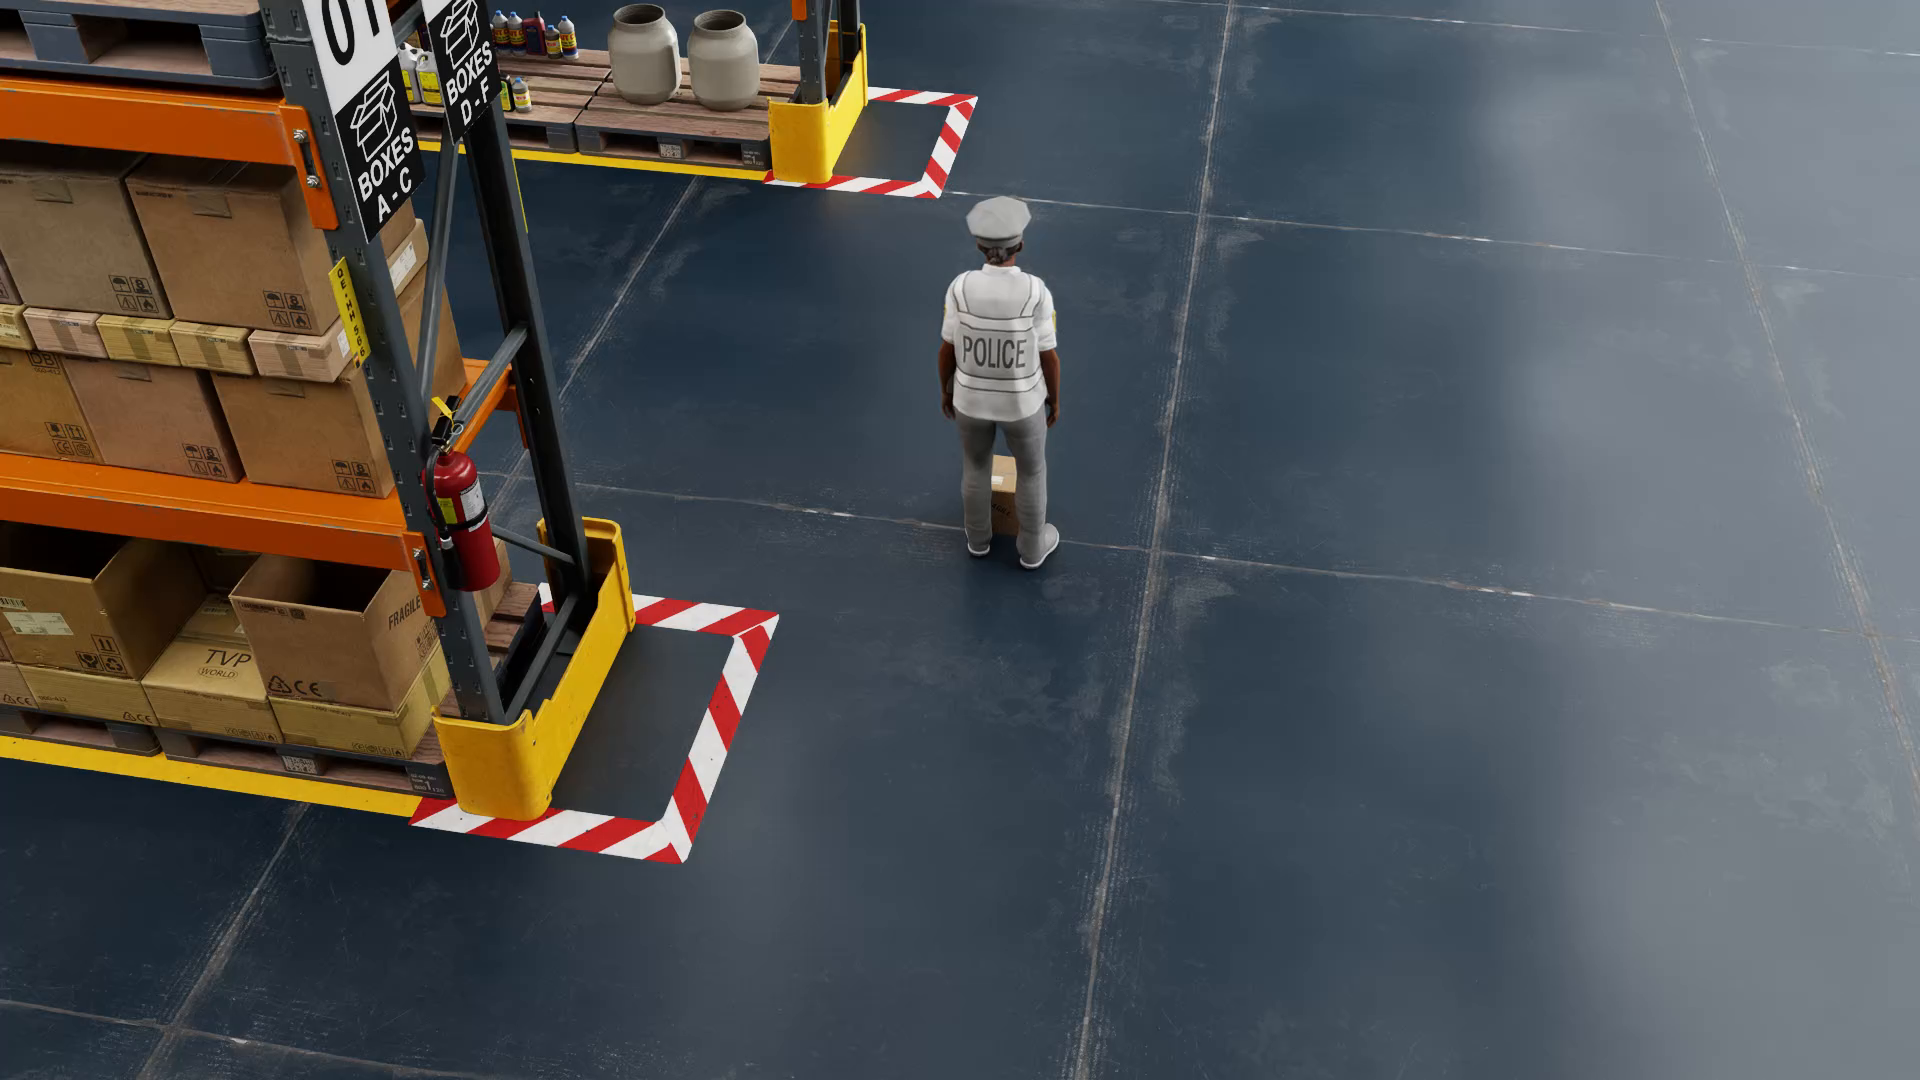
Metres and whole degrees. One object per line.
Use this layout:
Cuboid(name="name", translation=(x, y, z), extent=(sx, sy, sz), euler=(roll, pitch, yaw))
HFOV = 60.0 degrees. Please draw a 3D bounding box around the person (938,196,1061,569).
Cuboid(name="person", translation=(0.173, -0.590, 6.843), extent=(0.514, 1.657, 0.417), euler=(6, 41, 7))
